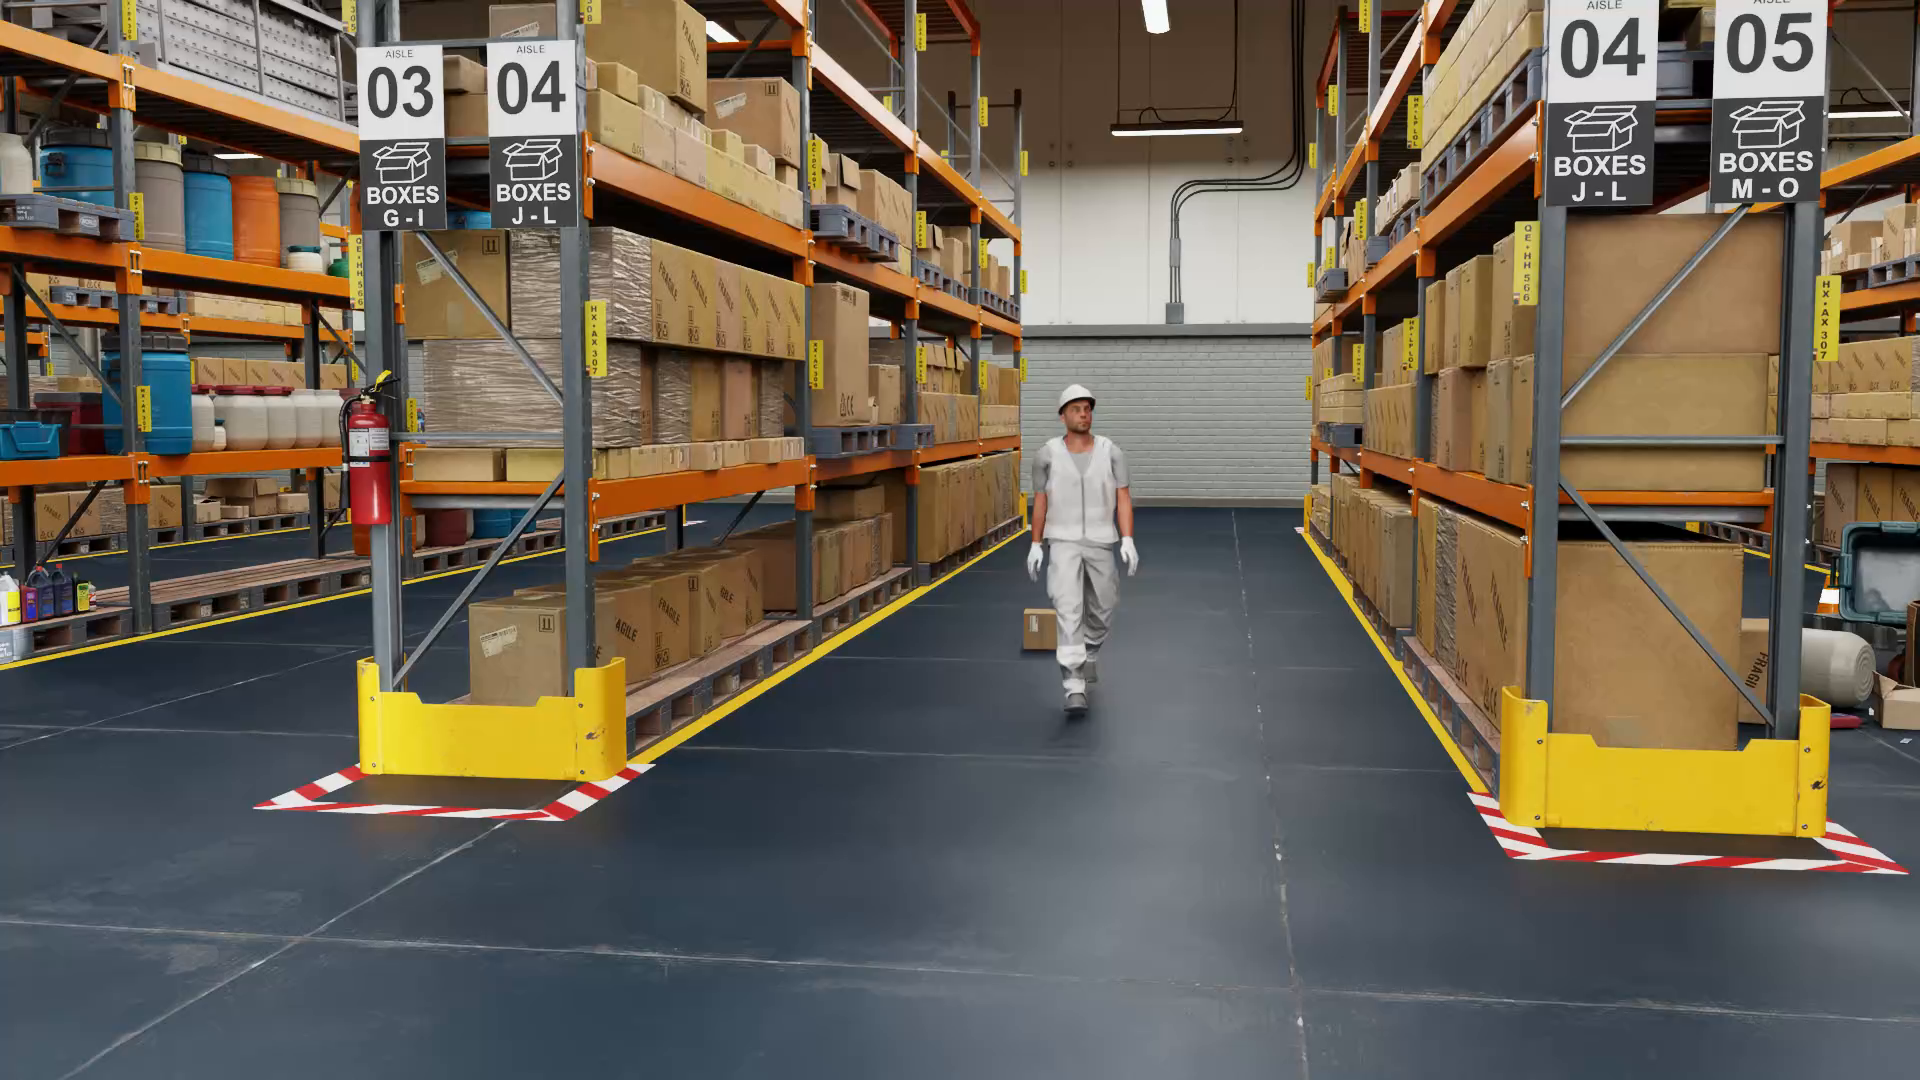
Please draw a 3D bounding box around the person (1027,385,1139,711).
[{"bbox_3d":[0.669,0.027,9.098,0.582,1.746,1.002,0,4,-5],"label":"person"}]
